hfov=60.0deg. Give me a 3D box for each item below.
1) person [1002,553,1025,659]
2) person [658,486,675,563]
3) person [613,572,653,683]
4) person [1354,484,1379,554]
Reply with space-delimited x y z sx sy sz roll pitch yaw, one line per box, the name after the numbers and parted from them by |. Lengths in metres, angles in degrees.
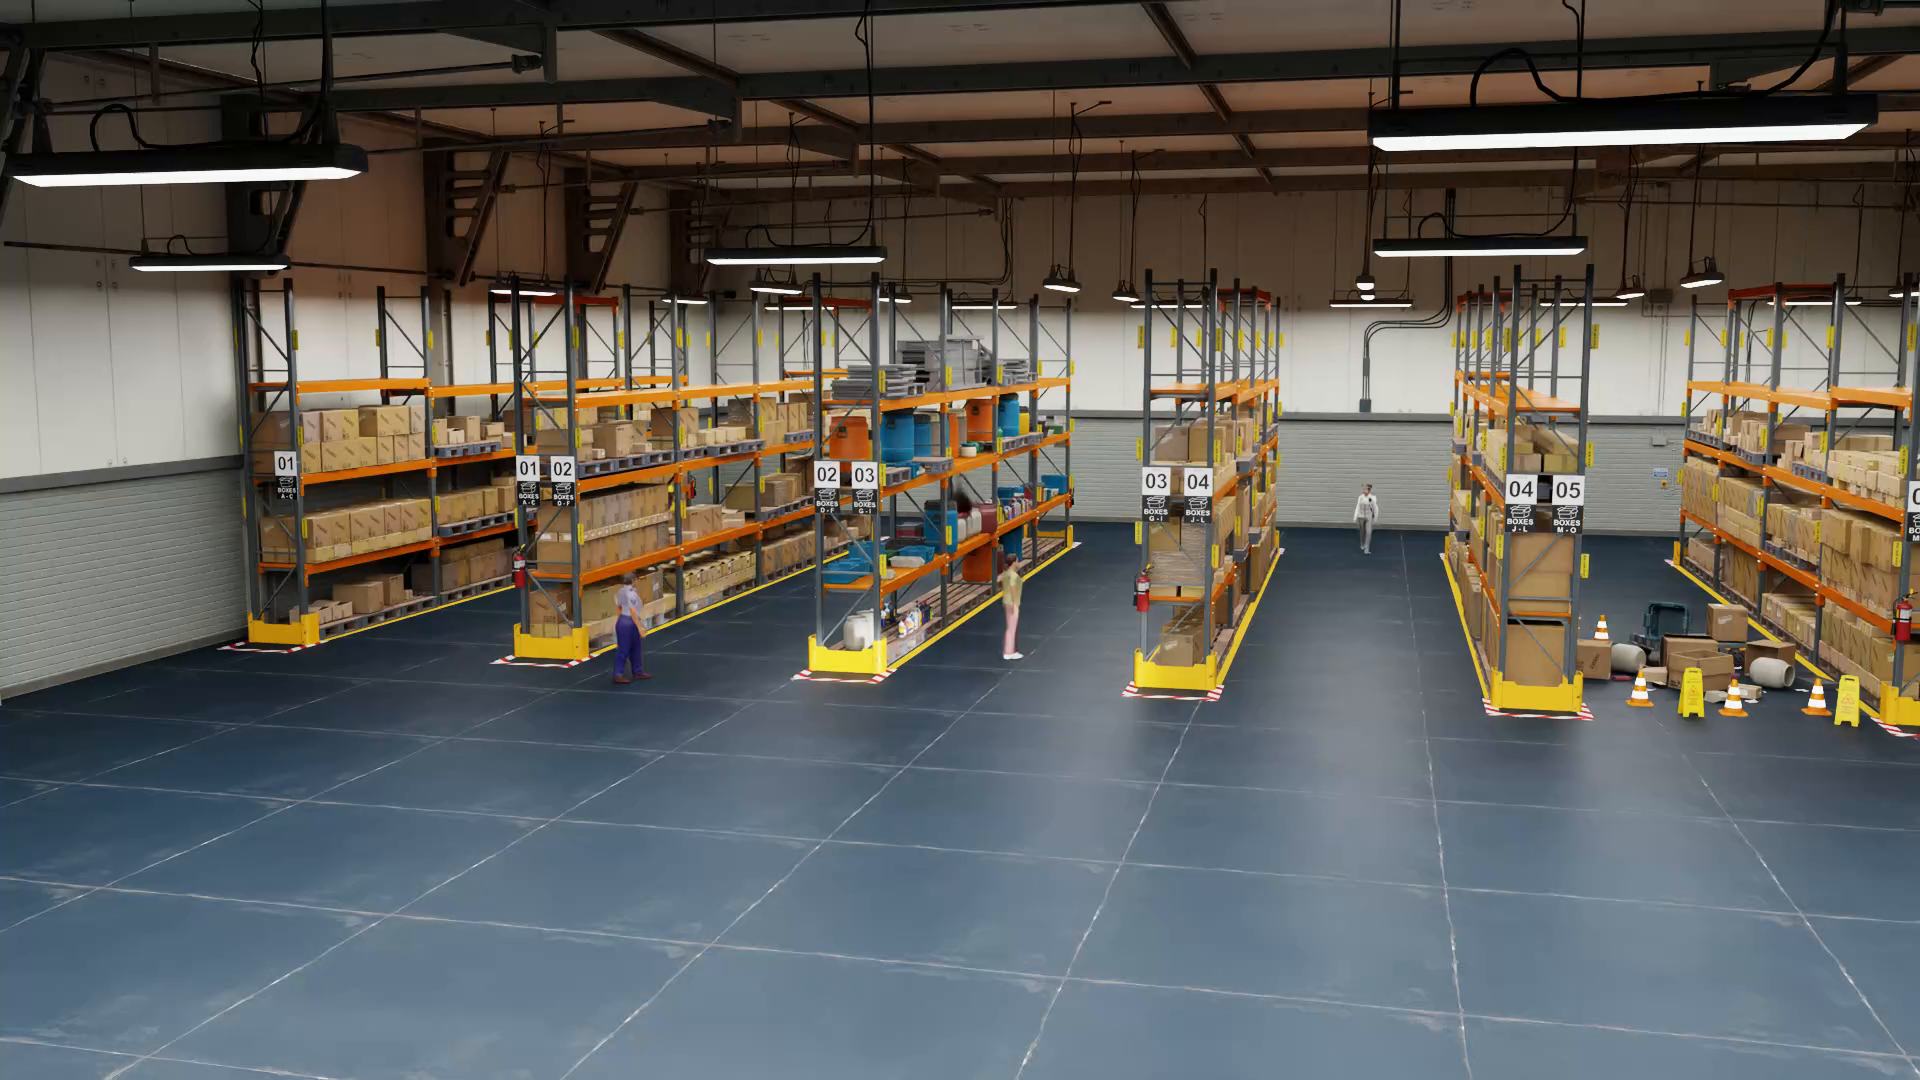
0.869 1.055 26.215 0.429 1.709 0.503 -2 7 -14 | person
-6.597 -0.361 37.708 0.745 1.722 1.080 1 7 10 | person
-4.834 1.276 24.452 0.579 1.638 0.563 -1 7 -8 | person
9.594 -0.522 39.285 0.555 1.634 0.948 2 7 18 | person
